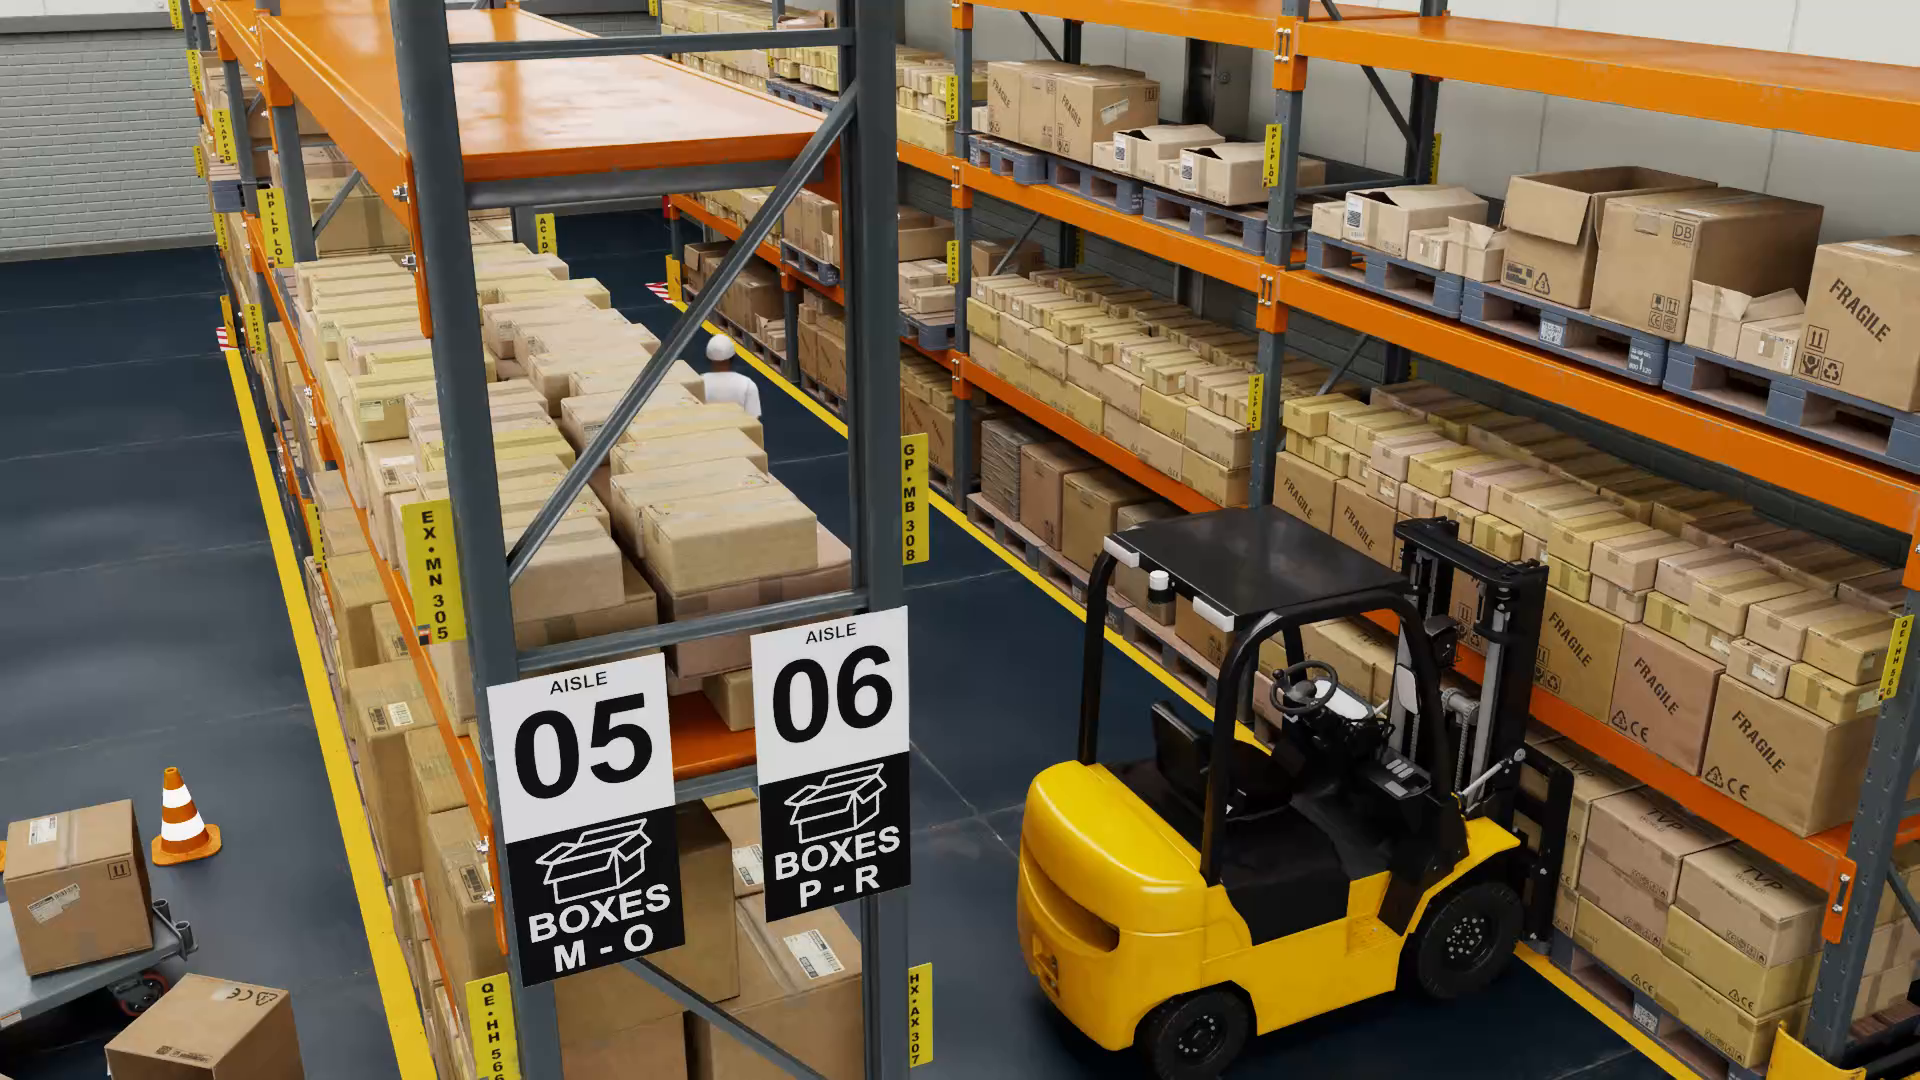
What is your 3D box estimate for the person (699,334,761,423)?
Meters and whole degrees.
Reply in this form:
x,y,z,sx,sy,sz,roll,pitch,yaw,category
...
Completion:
x,y,z,sx,sy,sz,roll,pitch,yaw,category
-1.734,-0.666,12.197,0.562,1.727,0.992,-4,22,-11,person
